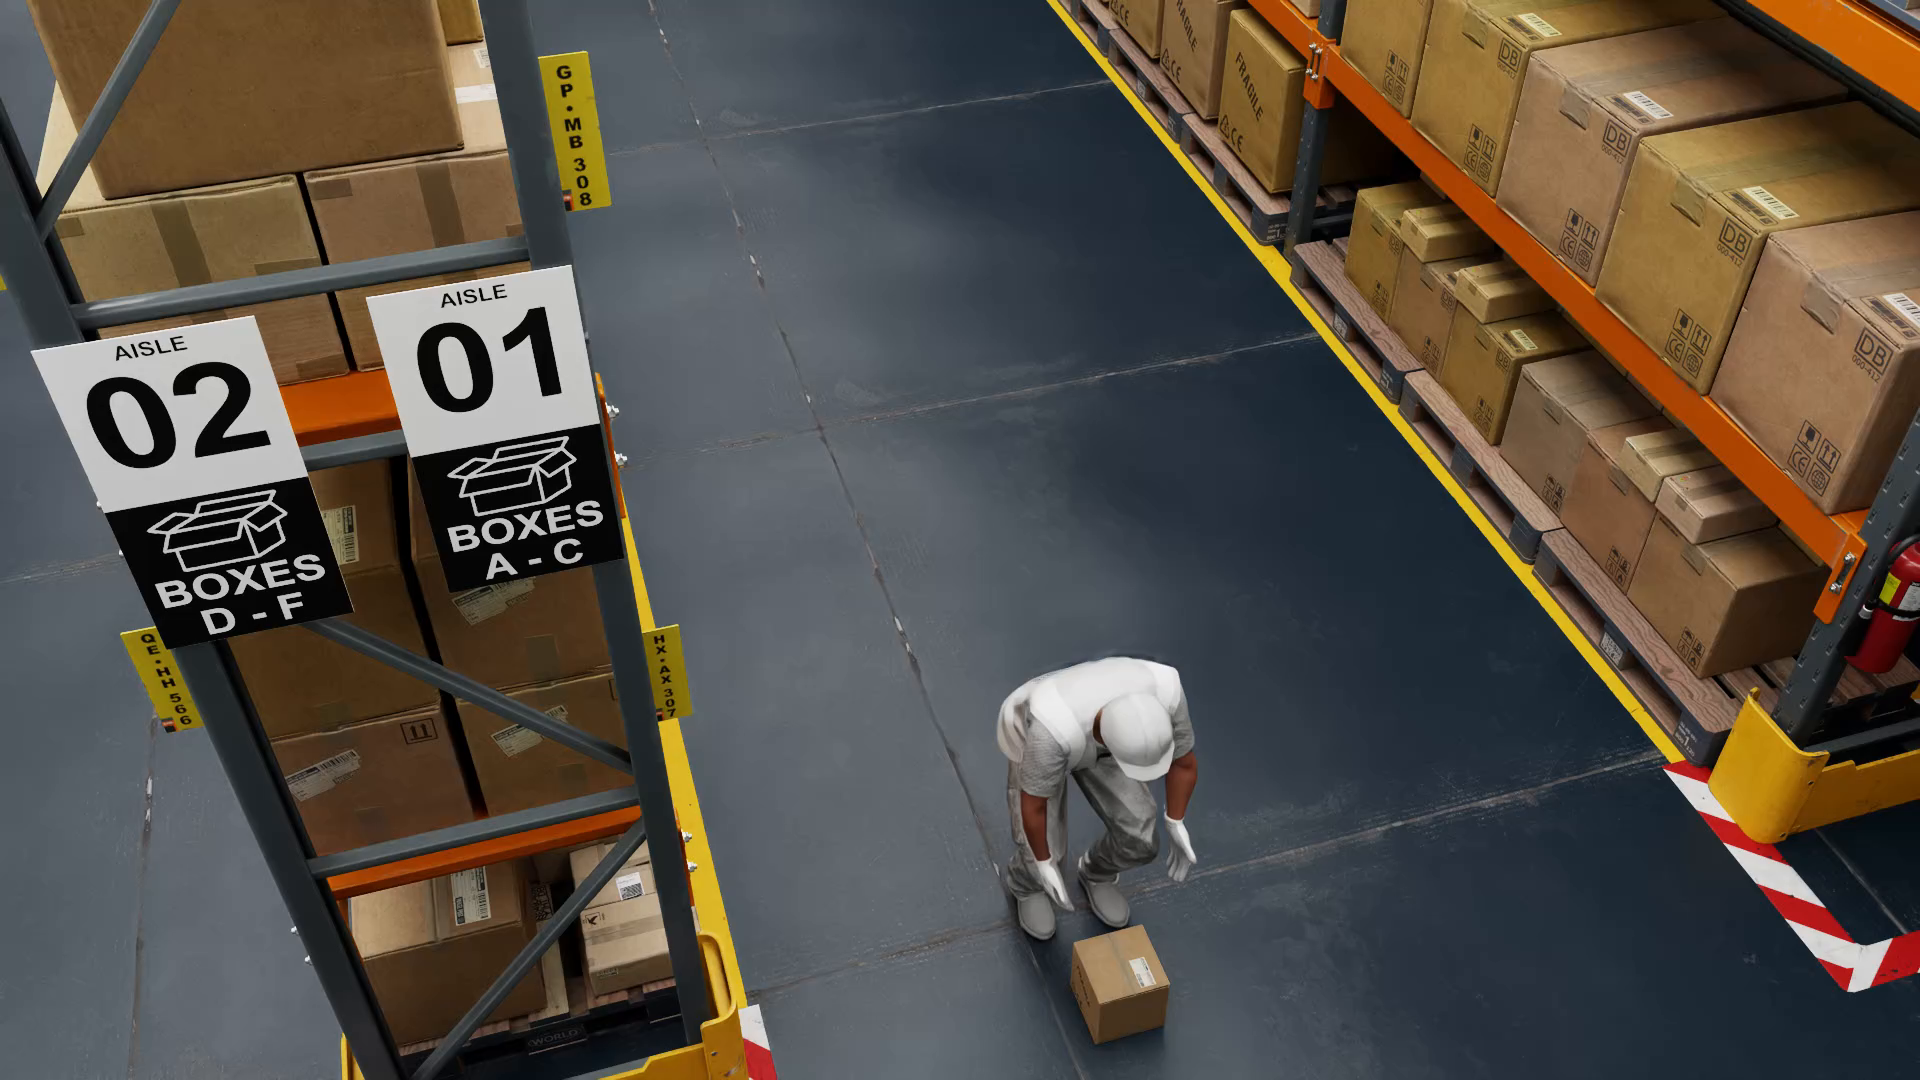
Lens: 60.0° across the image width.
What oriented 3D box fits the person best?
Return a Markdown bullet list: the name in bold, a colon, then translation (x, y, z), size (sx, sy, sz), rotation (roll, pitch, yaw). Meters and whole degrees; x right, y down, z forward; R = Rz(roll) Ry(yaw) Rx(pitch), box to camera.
- **person**: translation (0.447, 0.814, 5.539), size (0.613, 1.380, 0.789), rotation (-12, 43, -13)
